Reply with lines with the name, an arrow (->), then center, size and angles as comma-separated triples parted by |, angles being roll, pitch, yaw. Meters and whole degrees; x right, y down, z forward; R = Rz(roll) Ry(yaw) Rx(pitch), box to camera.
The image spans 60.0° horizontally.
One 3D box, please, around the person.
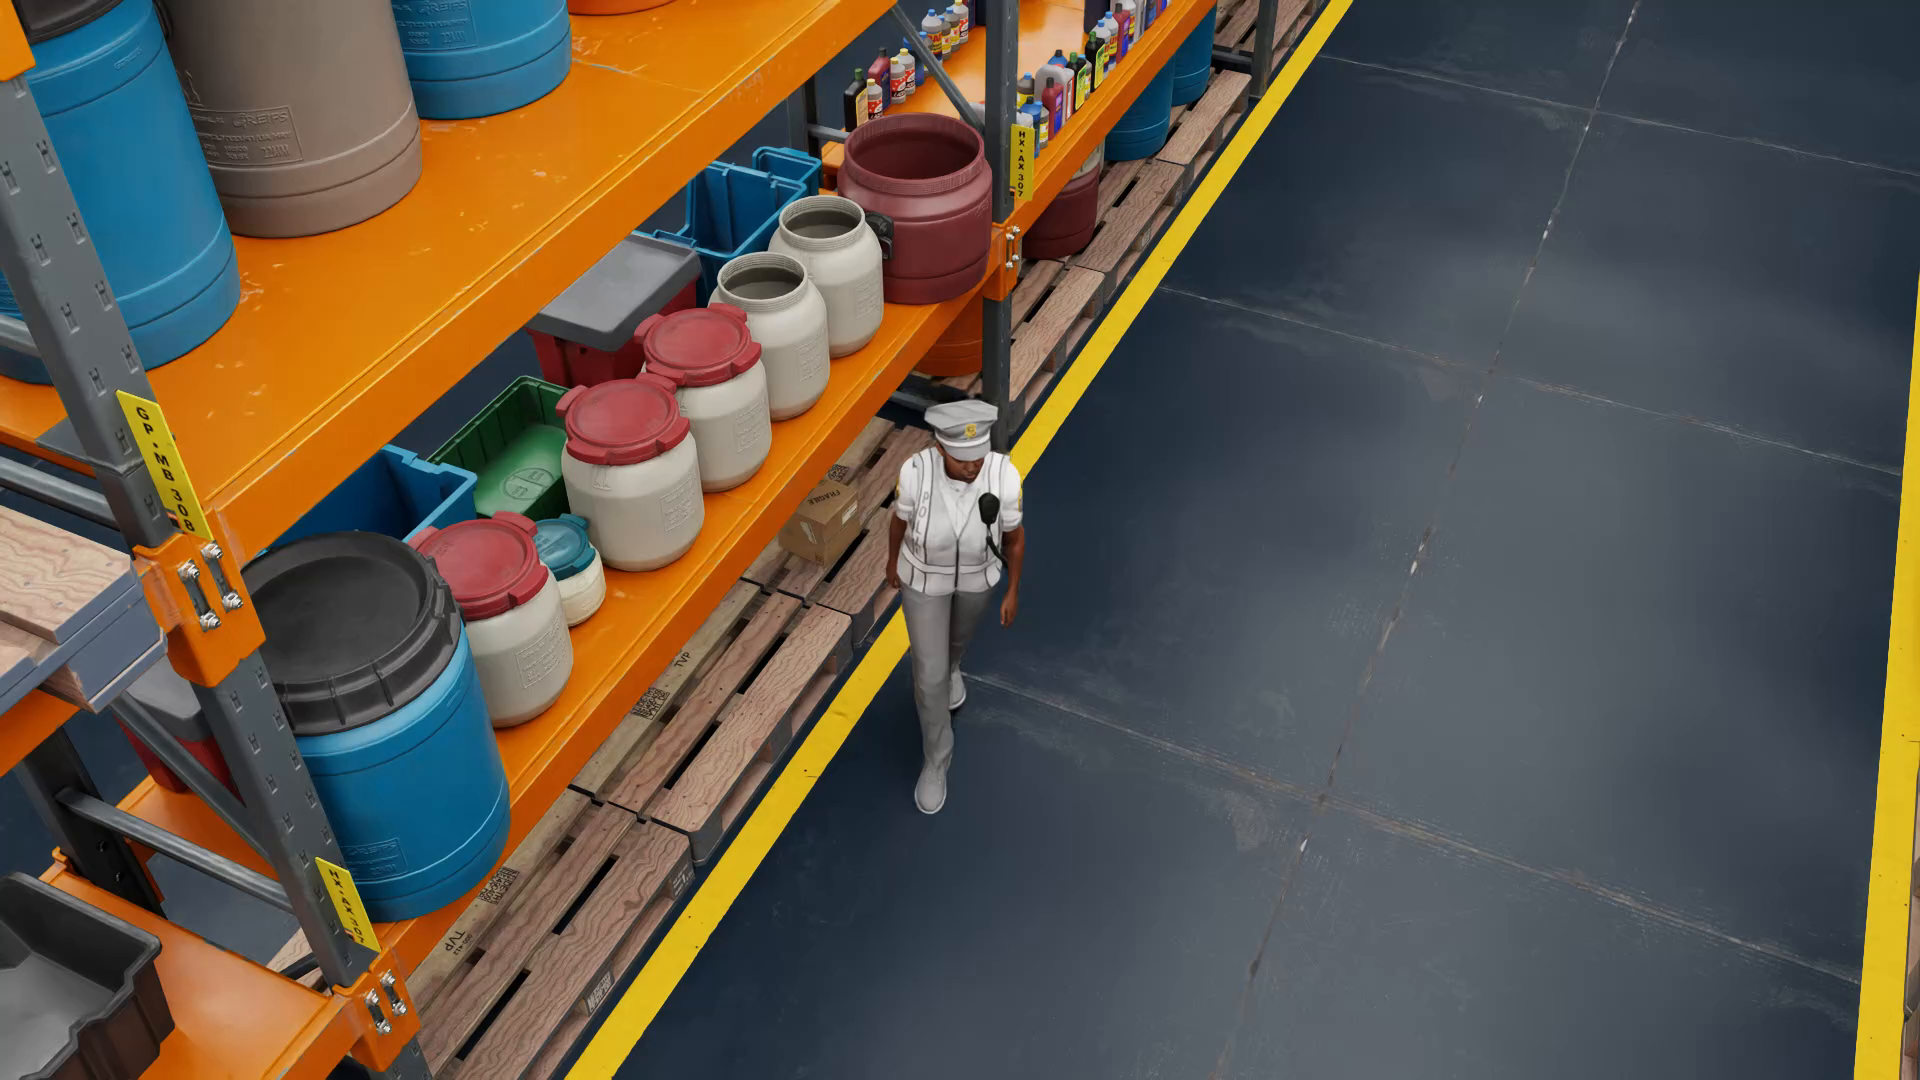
person -> -0.013, 0.147, 5.998 | 0.476, 1.687, 0.754 | -7, 43, -8
